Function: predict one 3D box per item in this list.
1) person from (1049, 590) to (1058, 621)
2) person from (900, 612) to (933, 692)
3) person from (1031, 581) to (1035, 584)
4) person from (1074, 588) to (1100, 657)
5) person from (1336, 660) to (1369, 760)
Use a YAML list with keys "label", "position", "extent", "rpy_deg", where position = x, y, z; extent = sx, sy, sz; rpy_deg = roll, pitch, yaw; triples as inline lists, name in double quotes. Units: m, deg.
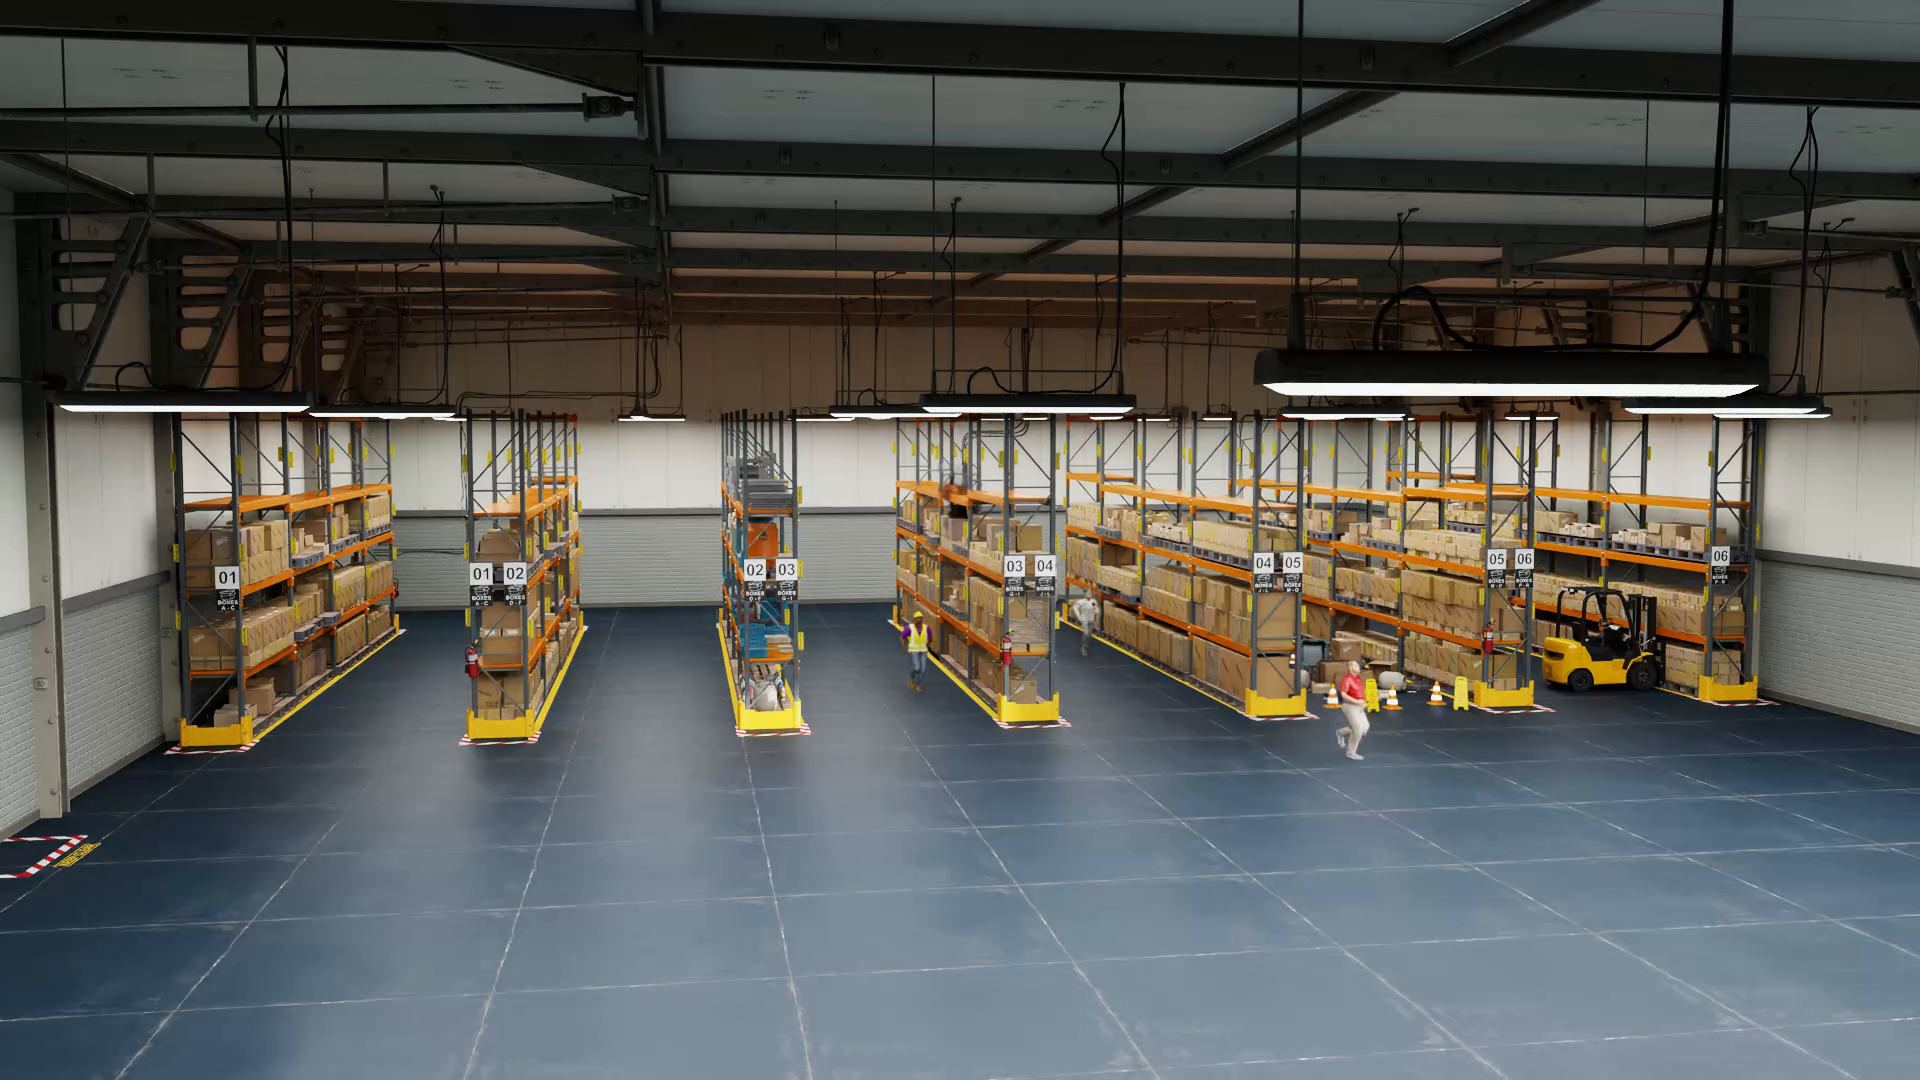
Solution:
- label: "person"
  position: [2.365, 1.830, 44.025]
  extent: [0.541, 1.626, 0.556]
  rpy_deg: [-1, 4, -11]
- label: "person"
  position: [-0.884, 2.386, 35.365]
  extent: [0.690, 1.721, 0.597]
  rpy_deg: [-1, 4, -18]
- label: "person"
  position: [1.898, 1.475, 48.956]
  extent: [0.886, 1.657, 0.531]
  rpy_deg: [2, 5, 30]
- label: "person"
  position: [3.146, 2.030, 41.021]
  extent: [0.596, 1.712, 0.749]
  rpy_deg: [-1, 4, -16]
- label: "person"
  position: [6.725, 2.902, 28.536]
  extent: [0.620, 1.693, 0.697]
  rpy_deg: [3, 5, 34]
